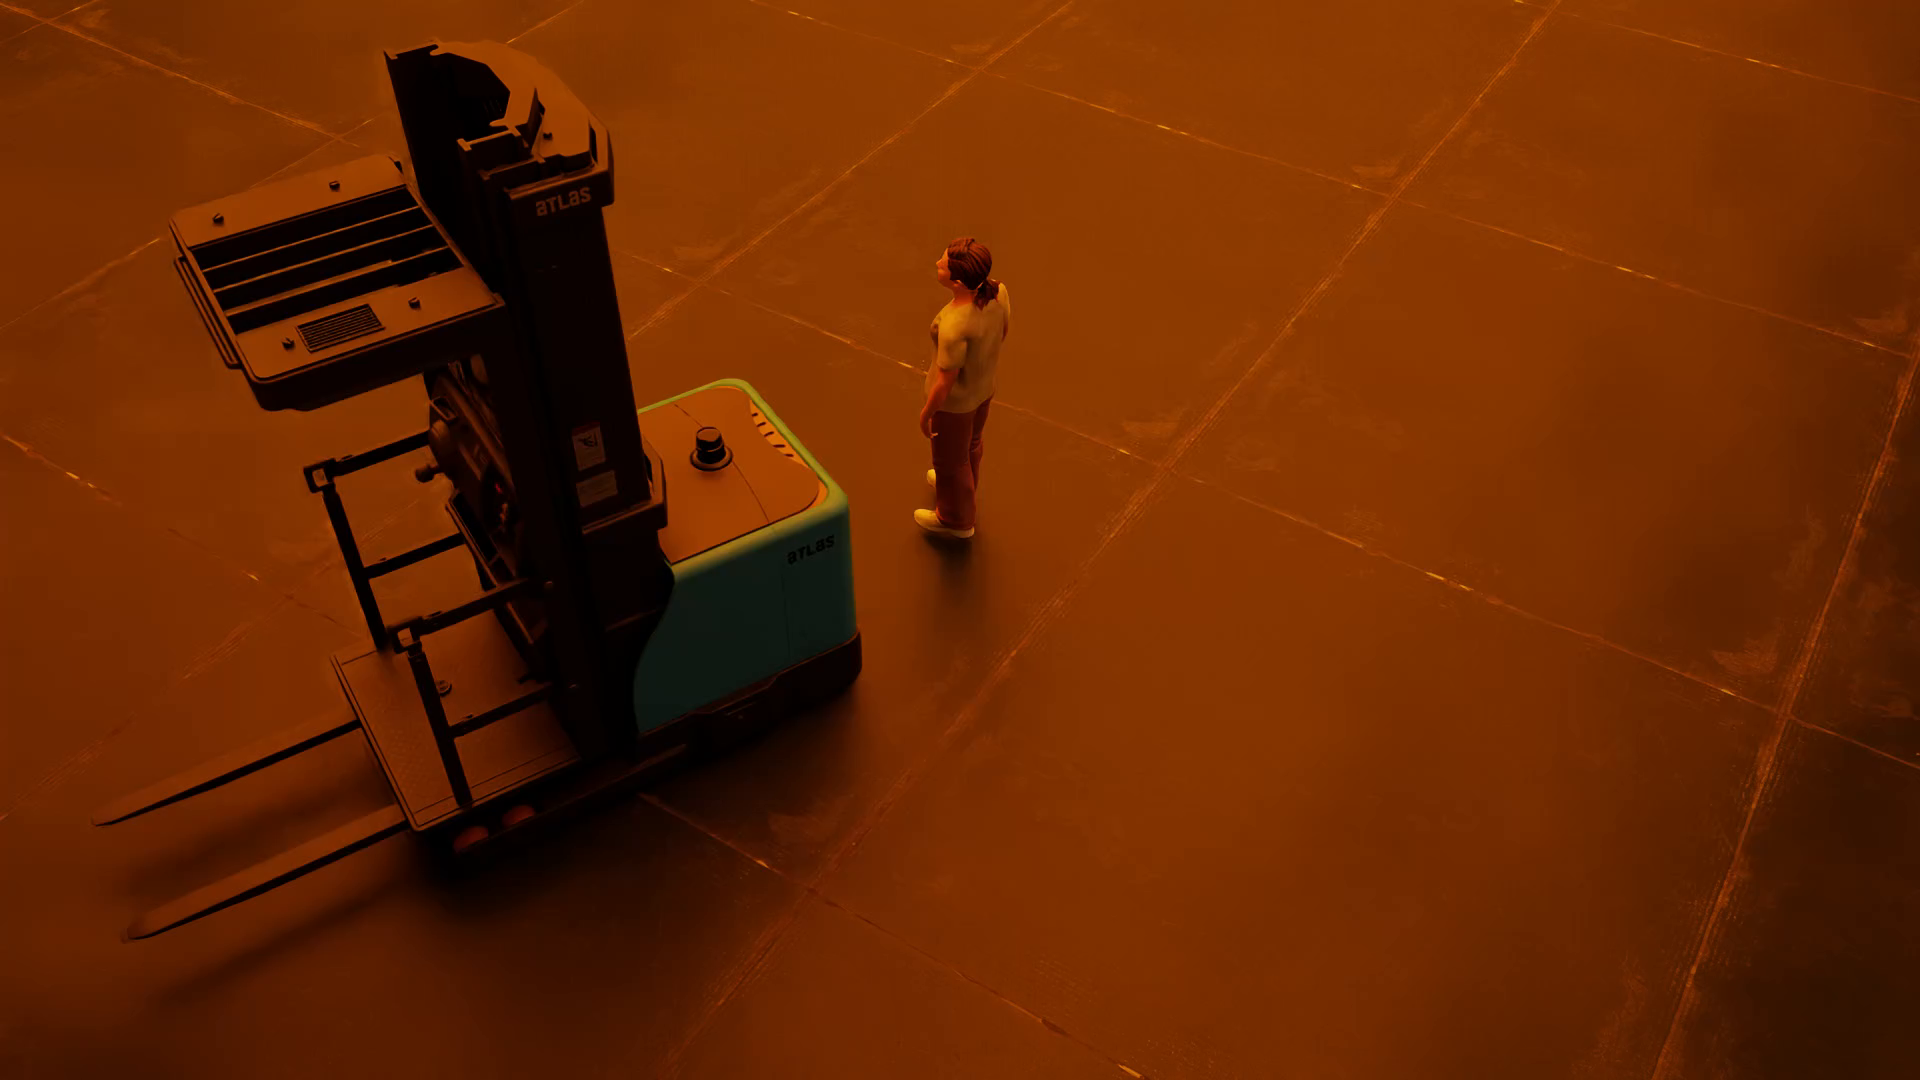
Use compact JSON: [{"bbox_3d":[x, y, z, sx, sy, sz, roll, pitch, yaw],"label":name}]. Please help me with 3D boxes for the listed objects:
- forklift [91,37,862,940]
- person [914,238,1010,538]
[{"bbox_3d":[-1.948,-0.185,6.043,3.031,2.935,1.130,-24,48,-23],"label":"forklift"},{"bbox_3d":[-0.055,-0.676,7.405,0.549,1.676,0.553,24,48,23],"label":"person"}]
